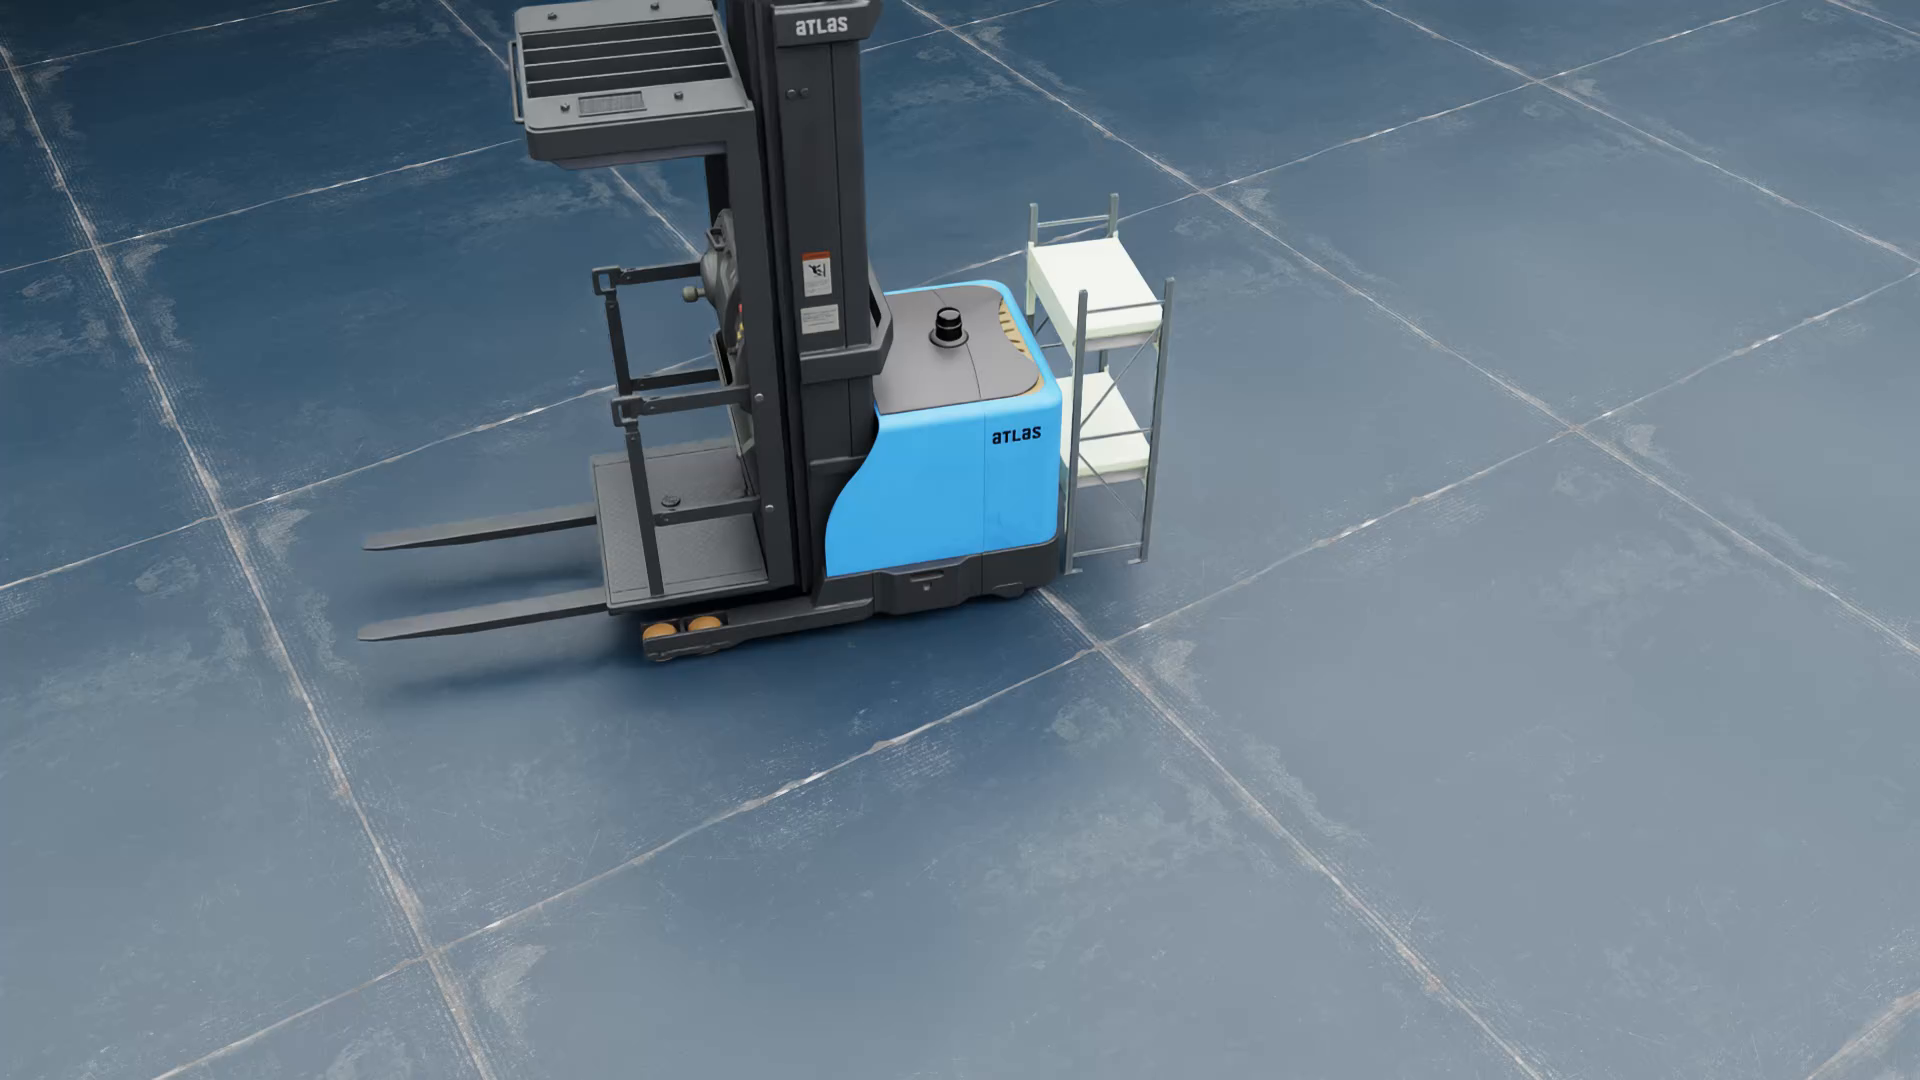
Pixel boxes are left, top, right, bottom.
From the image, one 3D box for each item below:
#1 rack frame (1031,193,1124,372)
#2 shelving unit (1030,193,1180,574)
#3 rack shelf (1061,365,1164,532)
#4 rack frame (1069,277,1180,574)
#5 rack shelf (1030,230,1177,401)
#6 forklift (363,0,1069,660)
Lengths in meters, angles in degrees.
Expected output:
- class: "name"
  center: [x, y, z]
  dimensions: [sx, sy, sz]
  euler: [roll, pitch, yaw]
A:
- class: "rack frame"
  center: [0.521, -0.911, 7.732]
  dimensions: [0.400, 1.500, 0.023]
  euler: [-9, 41, -11]
- class: "shelving unit"
  center: [0.609, -0.683, 7.459]
  dimensions: [0.431, 1.500, 0.755]
  euler: [-9, 41, -11]
- class: "rack shelf"
  center: [0.608, -0.433, 7.667]
  dimensions: [0.431, 0.370, 0.720]
  euler: [-9, 41, -11]
- class: "rack frame"
  center: [0.696, -0.456, 7.186]
  dimensions: [0.400, 1.500, 0.023]
  euler: [-9, 41, -11]
- class: "rack shelf"
  center: [0.609, -0.983, 7.209]
  dimensions: [0.431, 0.370, 0.720]
  euler: [-9, 41, -11]
- class: "forklift"
  center: [-1.108, -0.980, 6.698]
  dimensions: [3.031, 2.935, 1.130]
  euler: [-9, 41, -11]
